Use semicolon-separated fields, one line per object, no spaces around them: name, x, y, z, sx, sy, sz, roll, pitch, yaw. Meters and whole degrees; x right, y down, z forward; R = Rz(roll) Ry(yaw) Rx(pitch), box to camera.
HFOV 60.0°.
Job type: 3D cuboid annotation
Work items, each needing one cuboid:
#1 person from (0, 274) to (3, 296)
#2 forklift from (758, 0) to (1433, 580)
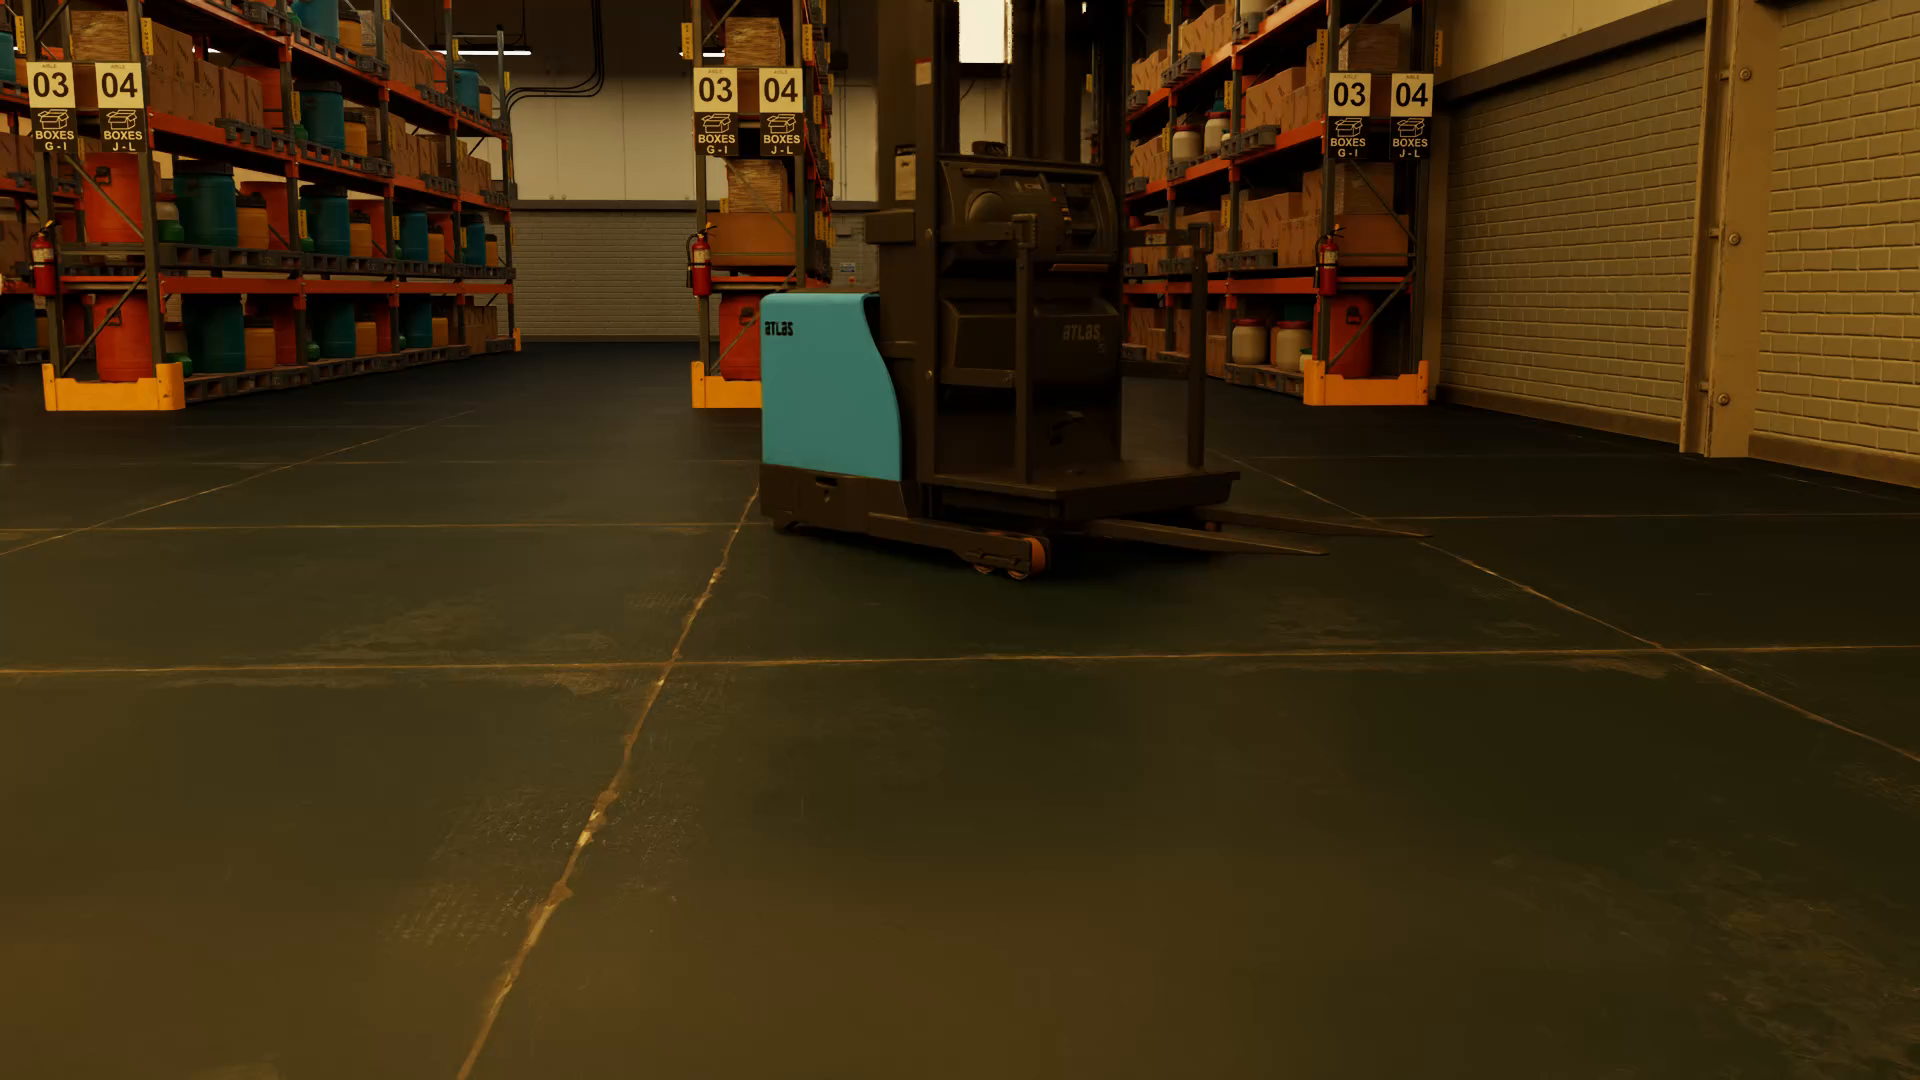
person;-1.759;-0.089;2.436;0.781;1.672;0.443;0;8;2
forklift;0.435;-1.382;6.638;1.130;2.935;3.031;-7;11;-41
